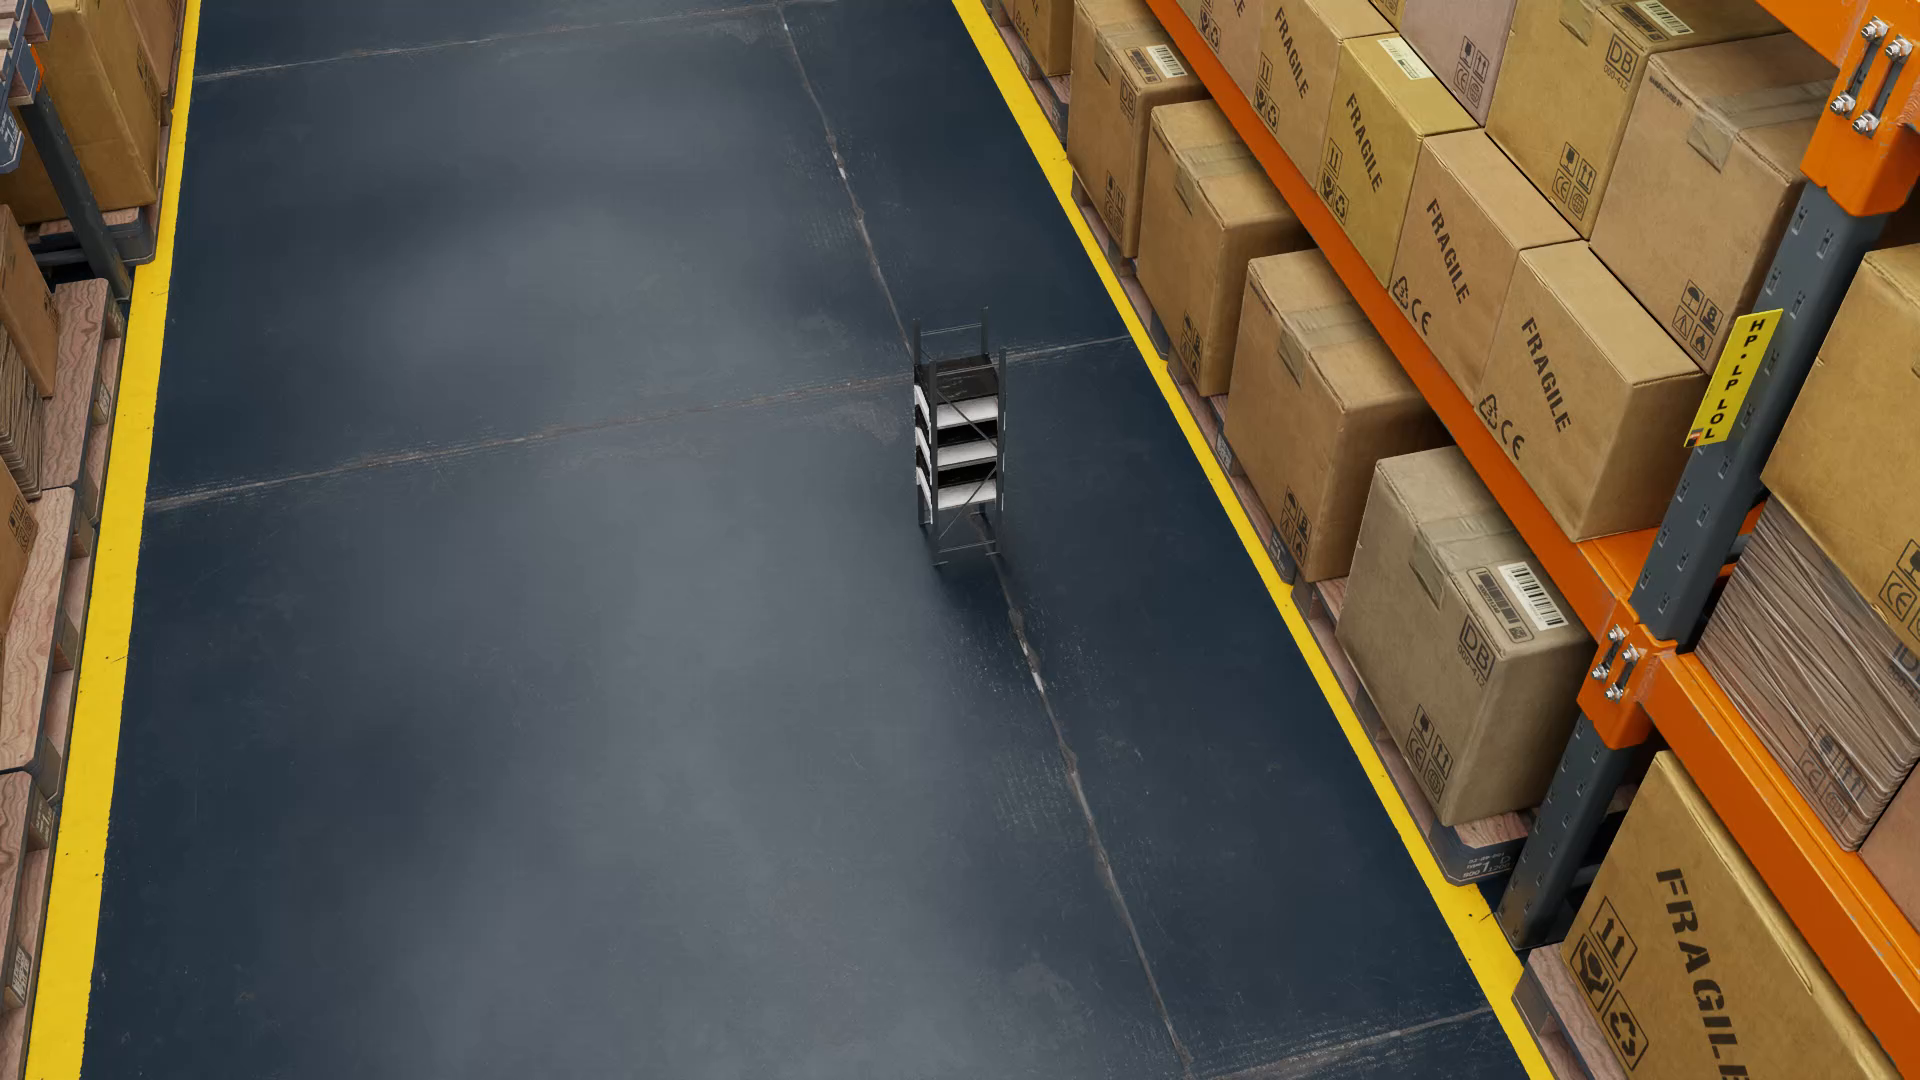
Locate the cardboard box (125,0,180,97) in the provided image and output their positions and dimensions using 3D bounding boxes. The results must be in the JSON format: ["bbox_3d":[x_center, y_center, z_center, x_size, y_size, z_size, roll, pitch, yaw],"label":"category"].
[{"bbox_3d":[-4.214,-2.460,7.254,1.225,0.875,0.875,-11,47,-10],"label":"cardboard box"}]

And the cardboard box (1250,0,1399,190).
[{"bbox_3d":[1.225,-1.429,4.980,0.500,0.500,0.500,-11,47,-11],"label":"cardboard box"}]

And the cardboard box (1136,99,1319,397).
[{"bbox_3d":[1.280,-1.116,6.025,1.050,0.750,0.750,-10,46,-10],"label":"cardboard box"}]

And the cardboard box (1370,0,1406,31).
[{"bbox_3d":[1.484,-1.814,4.657,0.700,0.500,0.500,-11,47,-11],"label":"cardboard box"}]

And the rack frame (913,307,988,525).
[{"bbox_3d":[-0.028,-0.391,5.503,0.240,0.900,0.006,-11,47,-10],"label":"rack frame"}]

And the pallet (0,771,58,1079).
[{"bbox_3d":[-3.014,1.241,4.386,1.003,0.211,1.213,-11,47,-10],"label":"pallet"}]

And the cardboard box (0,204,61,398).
[{"bbox_3d":[-3.646,-0.779,5.856,0.700,0.500,0.500,-13,47,-12],"label":"cardboard box"}]

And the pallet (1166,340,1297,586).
[{"bbox_3d":[1.421,-0.422,6.015,1.003,0.211,1.213,-11,47,-10],"label":"pallet"}]

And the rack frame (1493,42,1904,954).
[{"bbox_3d":[2.008,-0.035,3.684,1.000,3.000,0.127,-11,47,-10],"label":"rack frame"}]

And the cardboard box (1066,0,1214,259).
[{"bbox_3d":[1.053,-1.719,6.616,1.050,0.750,0.750,-11,47,-11],"label":"cardboard box"}]

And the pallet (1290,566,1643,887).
[{"bbox_3d":[1.737,0.422,5.188,1.003,0.211,1.213,-11,47,-10],"label":"pallet"}]

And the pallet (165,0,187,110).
[{"bbox_3d":[-4.275,-2.382,7.937,1.003,0.211,1.213,-11,47,-10],"label":"pallet"}]

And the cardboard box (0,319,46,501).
[{"bbox_3d":[-3.492,-0.399,5.483,0.700,0.500,0.500,-14,47,-14],"label":"cardboard box"}]

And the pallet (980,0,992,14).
[{"bbox_3d":[0.476,-3.201,8.739,1.003,0.211,1.213,-11,47,-10],"label":"pallet"}]

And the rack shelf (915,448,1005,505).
[{"bbox_3d":[-0.002,-0.234,5.522,0.258,0.077,0.200,-11,47,-10],"label":"rack shelf"}]

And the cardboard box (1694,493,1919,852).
[{"bbox_3d":[2.114,0.165,3.383,0.875,0.550,0.550,-11,47,-10],"label":"cardboard box"}]

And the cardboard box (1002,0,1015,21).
[{"bbox_3d":[0.433,-2.834,7.883,0.500,0.500,0.500,-9,46,-9],"label":"cardboard box"}]

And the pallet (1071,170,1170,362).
[{"bbox_3d":[1.113,-1.262,6.839,1.003,0.211,1.213,-11,47,-10],"label":"pallet"}]

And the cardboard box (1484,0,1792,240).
[{"bbox_3d":[1.741,-1.116,3.974,0.700,0.500,0.500,-11,47,-11],"label":"cardboard box"}]

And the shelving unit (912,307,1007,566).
[{"bbox_3d":[-0.002,-0.321,5.434,0.258,0.900,0.210,-11,47,-10],"label":"shelving unit"}]

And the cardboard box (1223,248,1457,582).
[{"bbox_3d":[1.518,-0.473,5.395,1.050,0.750,0.750,-11,47,-10],"label":"cardboard box"}]

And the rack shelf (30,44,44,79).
[{"bbox_3d":[-4.349,-3.088,7.180,1.077,0.370,4.000,-11,47,-10],"label":"rack shelf"}]

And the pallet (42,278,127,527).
[{"bbox_3d":[-3.638,-0.443,6.037,1.003,0.211,1.213,-11,47,-10],"label":"pallet"}]

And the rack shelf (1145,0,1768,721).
[{"bbox_3d":[1.496,-1.164,5.294,1.077,0.370,4.000,-11,47,-10],"label":"rack shelf"}]

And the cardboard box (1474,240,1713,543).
[{"bbox_3d":[1.616,-0.381,3.953,0.500,0.500,0.500,-11,47,-11],"label":"cardboard box"}]

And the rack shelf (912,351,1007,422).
[{"bbox_3d":[-0.002,-0.486,5.265,0.258,0.077,0.200,-11,47,-10],"label":"rack shelf"}]

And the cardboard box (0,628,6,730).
[{"bbox_3d":[-3.197,0.377,4.723,0.700,0.500,0.500,-14,47,-14],"label":"cardboard box"}]

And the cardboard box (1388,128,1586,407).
[{"bbox_3d":[1.486,-0.730,4.295,0.500,0.500,0.500,-11,47,-11],"label":"cardboard box"}]

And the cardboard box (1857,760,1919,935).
[{"bbox_3d":[2.276,0.541,3.015,0.875,0.550,0.550,-11,47,-10],"label":"cardboard box"}]

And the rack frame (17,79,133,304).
[{"bbox_3d":[-3.837,-1.959,5.570,1.000,3.000,0.127,-11,47,-10],"label":"rack frame"}]

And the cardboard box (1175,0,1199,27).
[{"bbox_3d":[0.970,-2.121,5.659,0.500,0.500,0.500,-11,47,-11],"label":"cardboard box"}]

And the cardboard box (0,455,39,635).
[{"bbox_3d":[-3.340,-0.009,5.100,0.700,0.500,0.500,-7,46,-7],"label":"cardboard box"}]

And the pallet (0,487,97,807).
[{"bbox_3d":[-3.330,0.397,5.213,1.003,0.211,1.213,-11,47,-10],"label":"pallet"}]

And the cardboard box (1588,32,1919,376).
[{"bbox_3d":[1.875,-0.761,3.626,0.700,0.500,0.500,-11,47,-11],"label":"cardboard box"}]

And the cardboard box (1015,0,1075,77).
[{"bbox_3d":[0.562,-2.475,7.531,0.500,0.500,0.500,-11,47,-11],"label":"cardboard box"}]

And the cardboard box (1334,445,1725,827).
[{"bbox_3d":[1.762,0.194,4.741,1.050,0.750,0.750,-11,47,-11],"label":"cardboard box"}]

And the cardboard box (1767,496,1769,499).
[{"bbox_3d":[2.133,-0.482,4.052,0.500,0.500,0.500,-10,46,-10],"label":"cardboard box"}]

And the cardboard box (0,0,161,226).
[{"bbox_3d":[-3.994,-1.843,6.649,1.225,0.875,0.875,-13,47,-12],"label":"cardboard box"}]

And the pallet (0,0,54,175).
[{"bbox_3d":[-3.552,-1.420,5.175,1.213,0.211,1.003,-11,47,-10],"label":"pallet"}]

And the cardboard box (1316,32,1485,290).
[{"bbox_3d":[1.357,-1.079,4.637,0.500,0.500,0.500,-10,46,-10],"label":"cardboard box"}]

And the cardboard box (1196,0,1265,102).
[{"bbox_3d":[1.099,-1.773,5.318,0.500,0.500,0.500,-11,47,-10],"label":"cardboard box"}]

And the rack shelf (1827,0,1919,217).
[{"bbox_3d":[2.520,0.548,1.516,1.077,0.370,4.000,-11,47,-10],"label":"rack shelf"}]

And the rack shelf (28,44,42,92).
[{"bbox_3d":[-3.325,-0.327,4.474,1.077,0.370,4.000,-11,47,-10],"label":"rack shelf"}]

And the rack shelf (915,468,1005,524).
[{"bbox_3d":[-0.002,-0.171,5.586,0.258,0.077,0.200,-11,47,-10],"label":"rack shelf"}]

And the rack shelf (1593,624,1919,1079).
[{"bbox_3d":[2.520,1.598,2.587,1.077,0.370,4.000,-11,47,-10],"label":"rack shelf"}]

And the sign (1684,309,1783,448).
[{"bbox_3d":[1.486,-0.306,3.195,0.100,0.325,0.005,-11,47,-10],"label":"sign"}]

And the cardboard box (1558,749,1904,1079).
[{"bbox_3d":[2.101,1.009,3.855,0.875,0.875,0.875,-10,46,-10],"label":"cardboard box"}]

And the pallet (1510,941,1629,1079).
[{"bbox_3d":[2.127,1.481,4.151,1.003,0.211,1.213,-11,47,-10],"label":"pallet"}]

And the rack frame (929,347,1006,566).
[{"bbox_3d":[0.024,-0.250,5.365,0.240,0.900,0.006,-11,47,-10],"label":"rack frame"}]

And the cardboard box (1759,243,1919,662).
[{"bbox_3d":[2.069,-0.204,2.989,0.875,0.550,0.550,-11,47,-10],"label":"cardboard box"}]

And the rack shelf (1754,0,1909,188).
[{"bbox_3d":[1.496,-2.214,4.223,1.077,0.370,4.000,-11,47,-10],"label":"rack shelf"}]

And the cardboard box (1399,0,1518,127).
[{"bbox_3d":[1.612,-1.465,4.315,0.700,0.500,0.500,-10,46,-10],"label":"cardboard box"}]

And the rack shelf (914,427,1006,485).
[{"bbox_3d":[-0.002,-0.297,5.458,0.258,0.077,0.200,-11,47,-10],"label":"rack shelf"}]

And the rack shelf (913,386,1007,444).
[{"bbox_3d":[-0.002,-0.423,5.329,0.258,0.077,0.200,-11,47,-10],"label":"rack shelf"}]

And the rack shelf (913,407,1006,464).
[{"bbox_3d":[-0.002,-0.360,5.394,0.258,0.077,0.200,-11,47,-10],"label":"rack shelf"}]

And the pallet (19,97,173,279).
[{"bbox_3d":[-3.966,-1.541,7.113,1.003,0.211,1.213,-11,47,-10],"label":"pallet"}]

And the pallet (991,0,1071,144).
[{"bbox_3d":[0.785,-2.360,7.915,1.003,0.211,1.213,-11,47,-10],"label":"pallet"}]
